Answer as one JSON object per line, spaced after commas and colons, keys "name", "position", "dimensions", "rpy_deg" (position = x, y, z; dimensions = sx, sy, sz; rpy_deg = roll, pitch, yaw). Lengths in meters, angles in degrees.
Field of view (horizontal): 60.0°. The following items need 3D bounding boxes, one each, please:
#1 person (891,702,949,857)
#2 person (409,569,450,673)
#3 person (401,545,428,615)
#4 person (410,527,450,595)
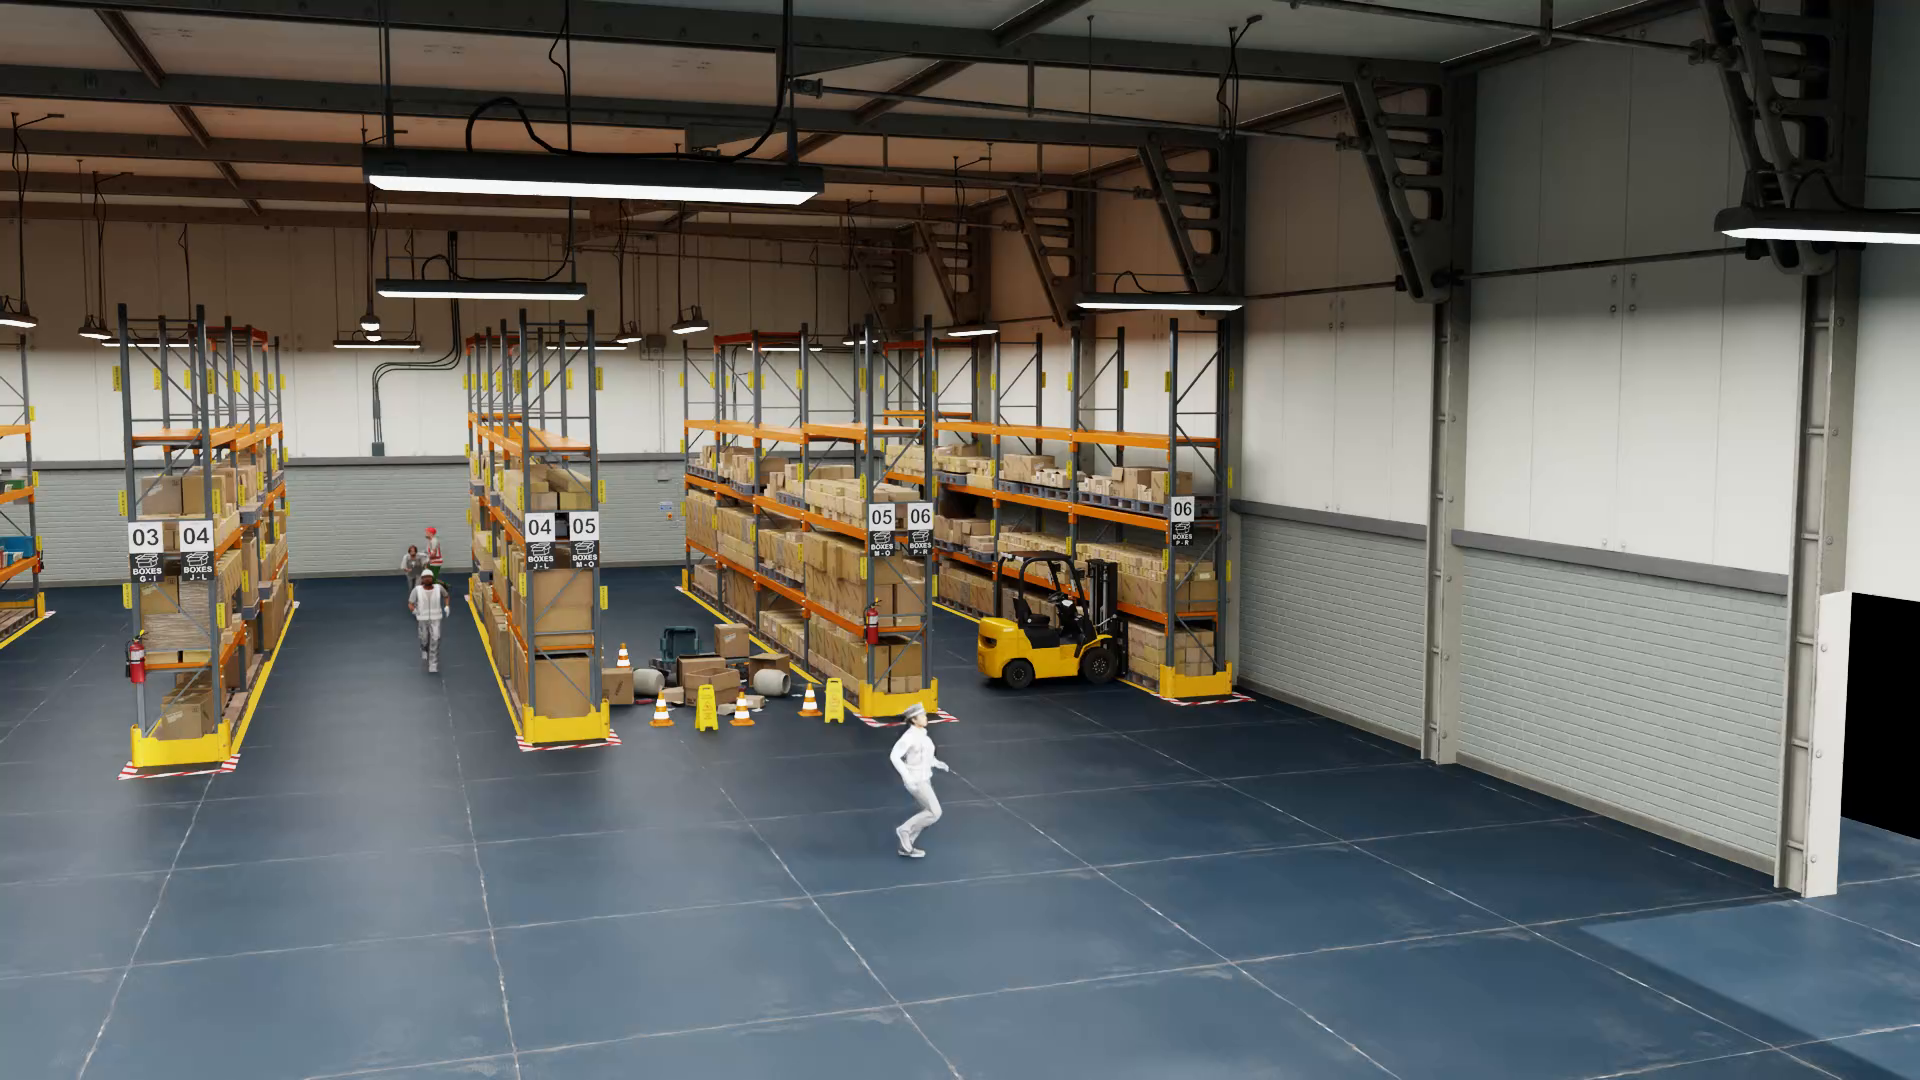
{"name": "person", "position": [-0.394, 2.521, 17.482], "dimensions": [0.548, 1.655, 0.605], "rpy_deg": [1, 6, 14]}
{"name": "person", "position": [-9.202, 1.386, 28.876], "dimensions": [0.697, 1.758, 0.985], "rpy_deg": [-2, 6, -19]}
{"name": "person", "position": [-11.838, 0.847, 36.120], "dimensions": [0.580, 1.540, 0.911], "rpy_deg": [-2, 6, -18]}
{"name": "person", "position": [-12.357, 0.500, 38.875], "dimensions": [0.842, 1.623, 0.754], "rpy_deg": [-4, 7, -36]}
